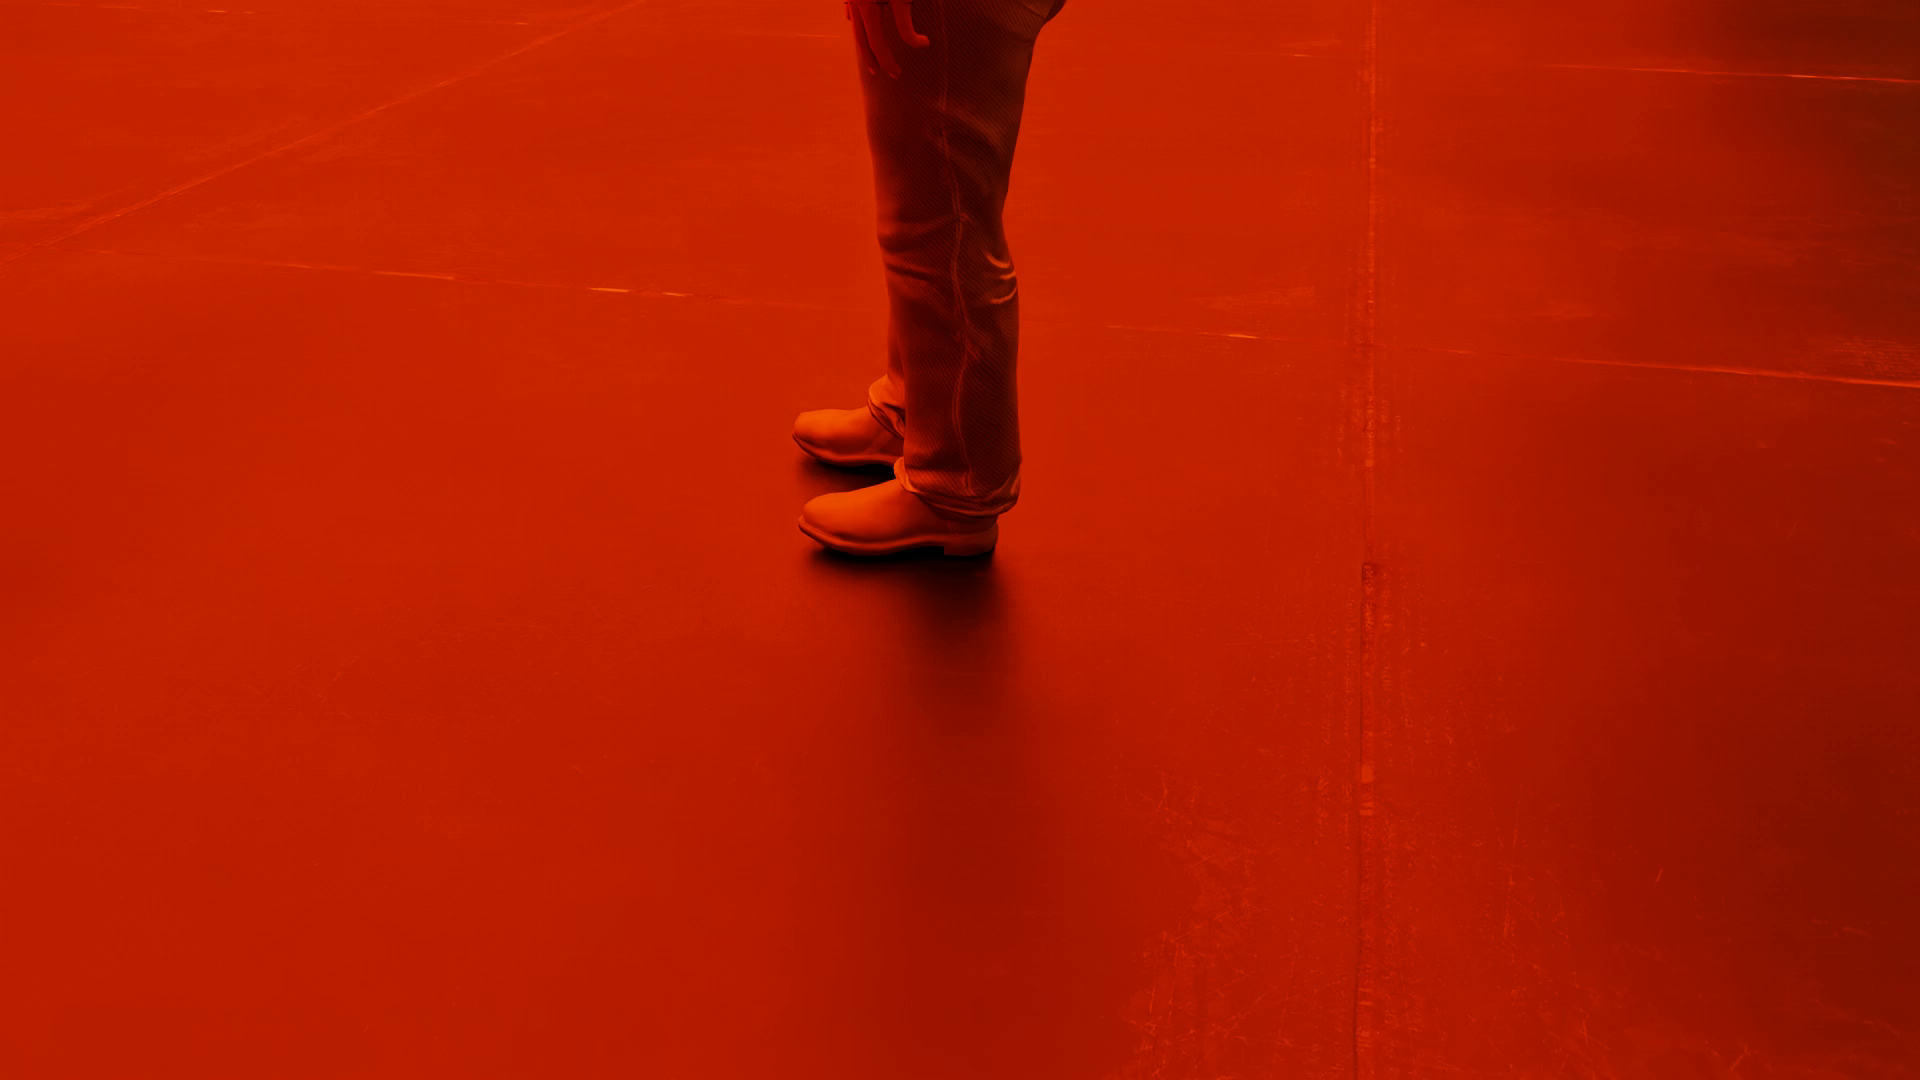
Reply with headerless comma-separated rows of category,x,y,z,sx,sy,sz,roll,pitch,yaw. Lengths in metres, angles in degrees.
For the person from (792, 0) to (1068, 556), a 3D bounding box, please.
person,-0.060,-0.808,2.116,0.566,1.775,0.633,6,27,11
